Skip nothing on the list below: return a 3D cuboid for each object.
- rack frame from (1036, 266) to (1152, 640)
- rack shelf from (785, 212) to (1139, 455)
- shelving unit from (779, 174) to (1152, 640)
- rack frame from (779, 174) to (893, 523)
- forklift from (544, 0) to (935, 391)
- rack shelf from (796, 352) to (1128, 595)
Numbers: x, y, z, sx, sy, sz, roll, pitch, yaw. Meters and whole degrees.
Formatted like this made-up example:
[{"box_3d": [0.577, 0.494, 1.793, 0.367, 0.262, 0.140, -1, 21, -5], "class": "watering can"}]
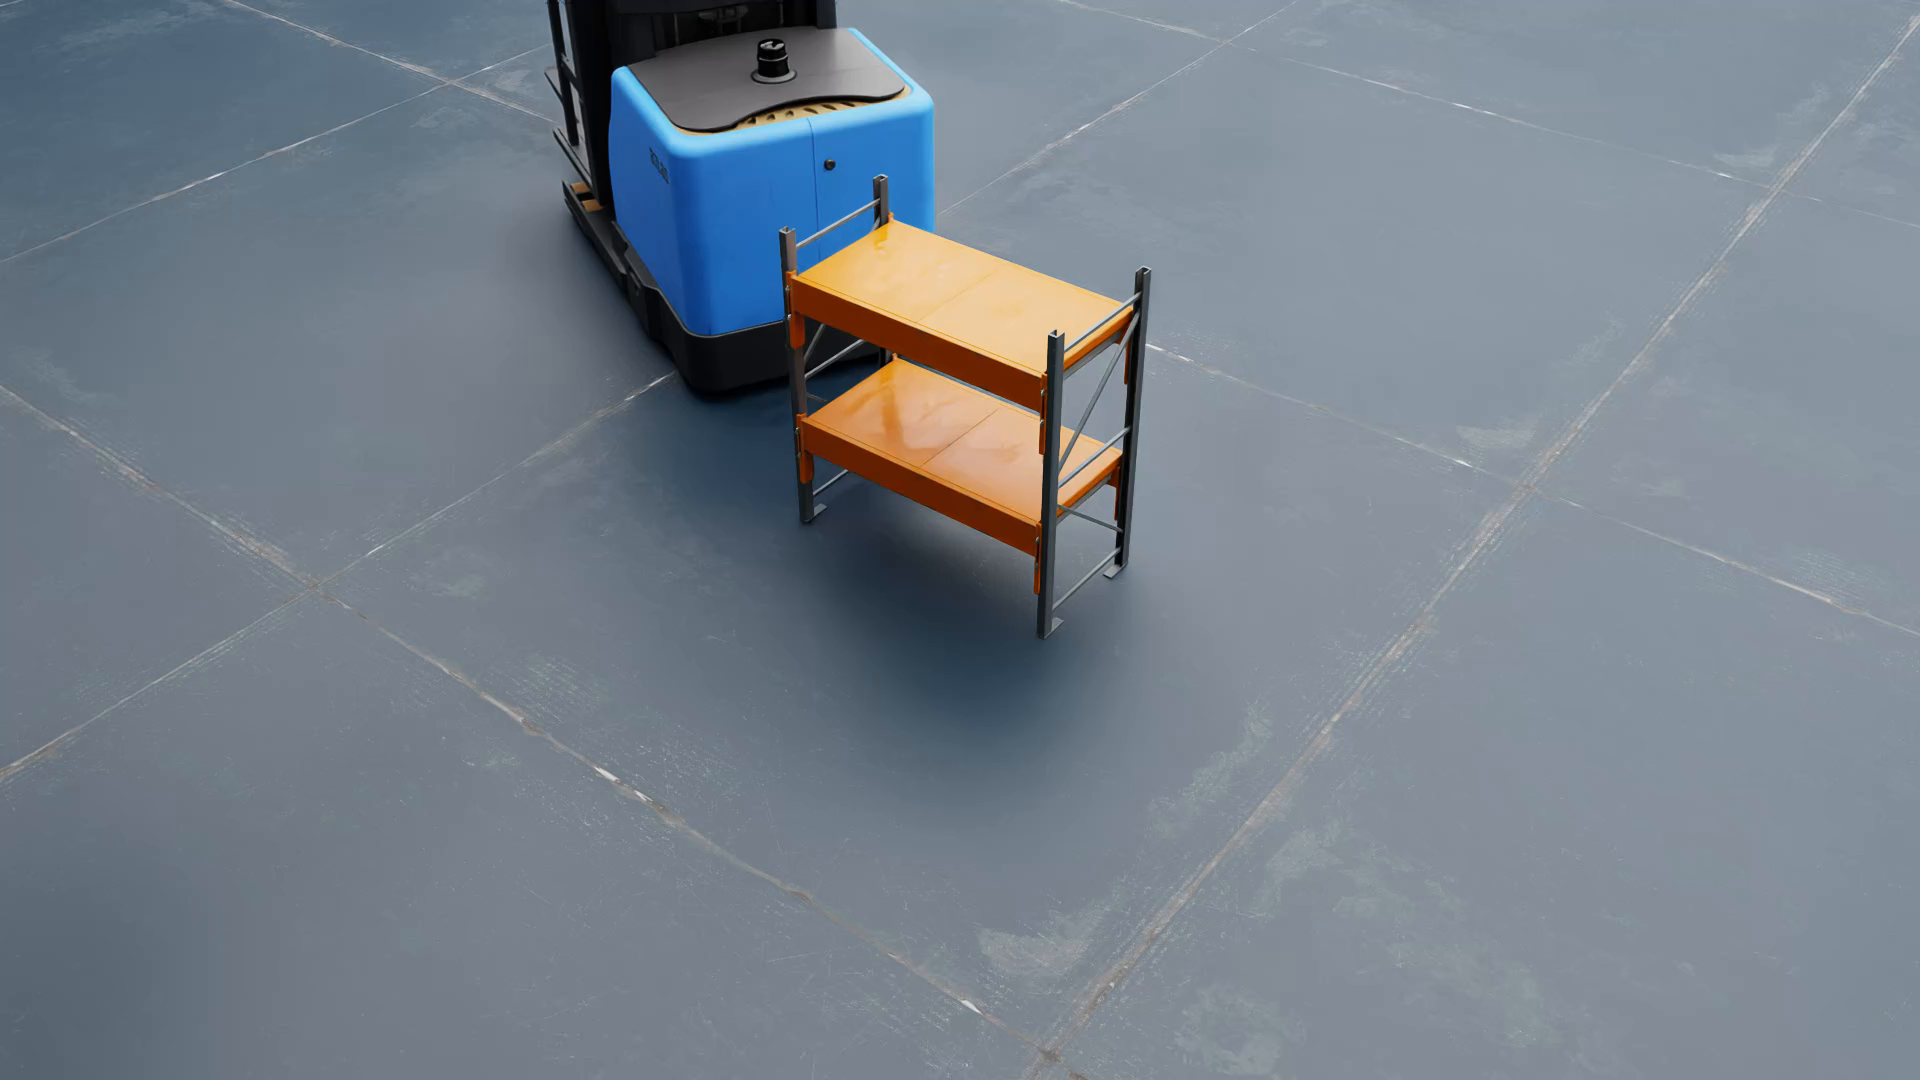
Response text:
[{"box_3d": [0.409, -0.250, 5.157, 0.032, 1.125, 0.500, 25, 45, 29], "class": "rack frame"}, {"box_3d": [0.005, -0.671, 5.220, 1.000, 0.278, 0.538, 25, 45, 29], "class": "rack shelf"}, {"box_3d": [0.005, -0.440, 5.400, 1.048, 1.125, 0.538, 25, 45, 29], "class": "shelving unit"}, {"box_3d": [-0.398, -0.631, 5.643, 0.032, 1.125, 0.500, 25, 45, 29], "class": "rack frame"}, {"box_3d": [-1.163, -2.626, 6.726, 1.130, 2.935, 3.031, -16, 41, -20], "class": "forklift"}, {"box_3d": [0.005, -0.248, 5.551, 1.000, 0.278, 0.538, 25, 45, 29], "class": "rack shelf"}]
